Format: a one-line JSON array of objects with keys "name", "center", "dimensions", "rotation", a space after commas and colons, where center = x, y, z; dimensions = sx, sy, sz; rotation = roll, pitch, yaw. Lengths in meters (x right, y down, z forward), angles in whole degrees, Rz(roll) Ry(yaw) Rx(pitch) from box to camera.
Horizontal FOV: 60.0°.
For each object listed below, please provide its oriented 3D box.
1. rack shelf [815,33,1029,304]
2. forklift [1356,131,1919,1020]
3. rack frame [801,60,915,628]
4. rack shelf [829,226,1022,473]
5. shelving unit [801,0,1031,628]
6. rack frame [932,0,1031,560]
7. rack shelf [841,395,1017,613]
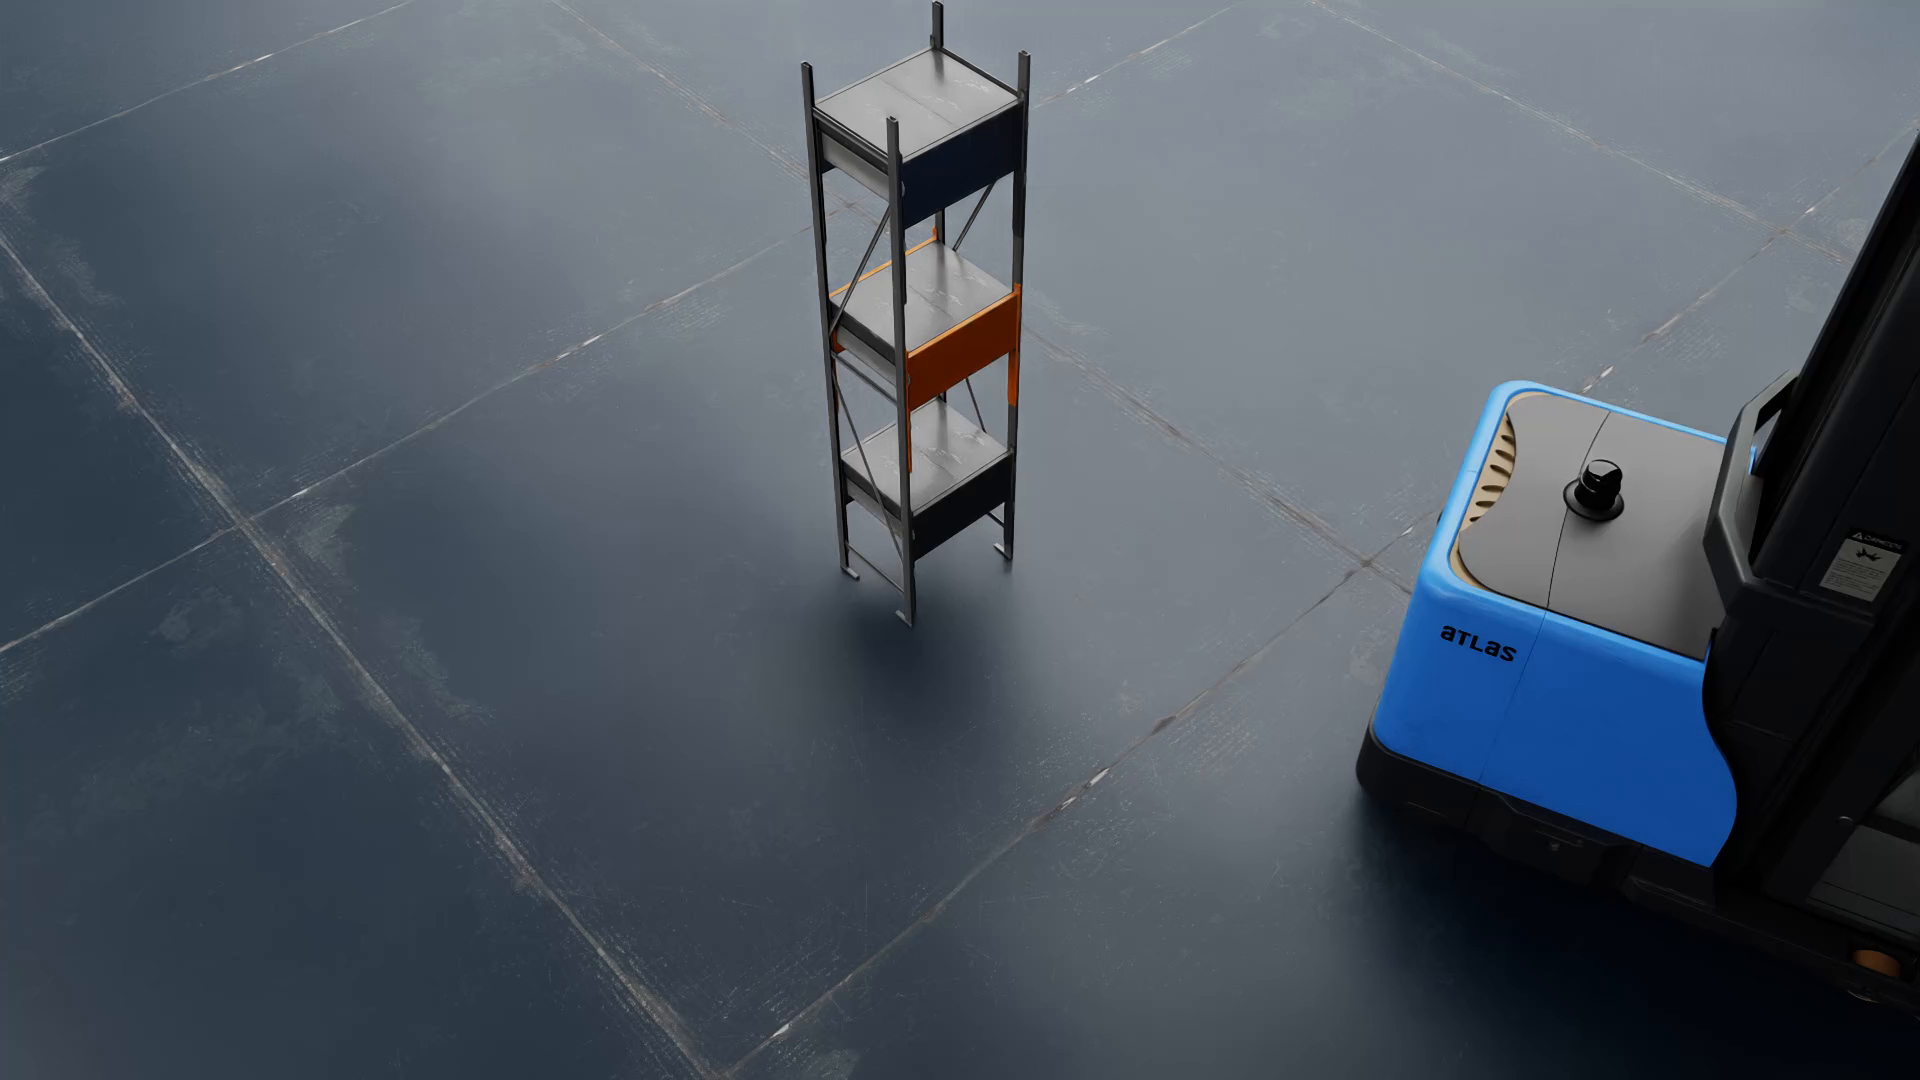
[{"name": "rack shelf", "center": [-0.122, -1.096, 4.898], "dimensions": [0.480, 0.518, 0.431], "rotation": [-34, 56, -27]}, {"name": "forklift", "center": [2.853, -0.003, 4.258], "dimensions": [3.031, 2.935, 1.130], "rotation": [20, 50, 17]}, {"name": "rack frame", "center": [-0.303, -0.510, 5.291], "dimensions": [0.015, 2.100, 0.400], "rotation": [-34, 56, -27]}, {"name": "rack shelf", "center": [-0.122, -0.621, 5.413], "dimensions": [0.480, 0.518, 0.431], "rotation": [-34, 56, -27]}, {"name": "shelving unit", "center": [-0.122, -0.630, 5.403], "dimensions": [0.503, 2.100, 0.431], "rotation": [-34, 56, -27]}, {"name": "rack frame", "center": [0.058, -0.751, 5.514], "dimensions": [0.015, 2.100, 0.400], "rotation": [-34, 56, -27]}, {"name": "rack shelf", "center": [-0.122, -0.146, 5.927], "dimensions": [0.480, 0.518, 0.431], "rotation": [-34, 56, -27]}]
